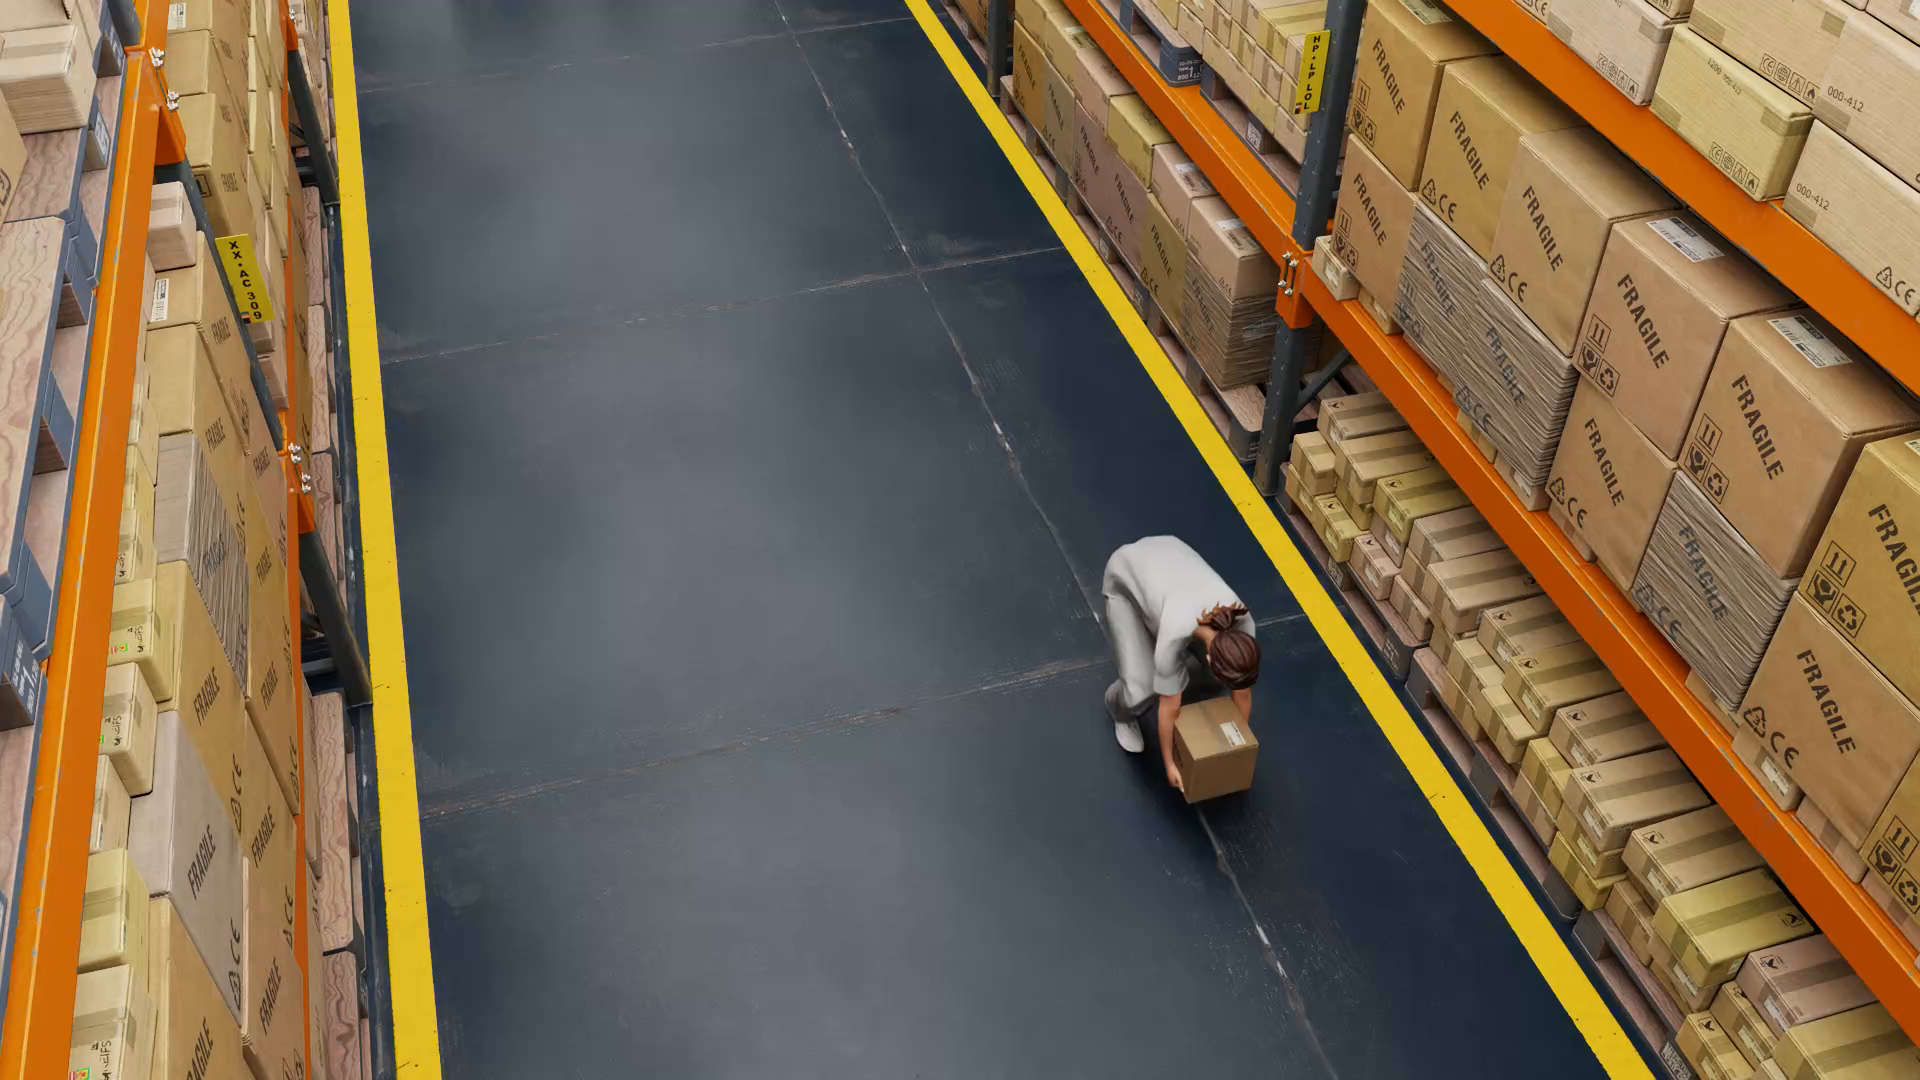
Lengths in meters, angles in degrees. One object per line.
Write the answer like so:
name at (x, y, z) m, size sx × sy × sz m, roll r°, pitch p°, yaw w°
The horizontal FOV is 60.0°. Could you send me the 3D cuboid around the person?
person at (0.821, 0.463, 6.180) m, size 0.474 × 0.967 × 0.863 m, roll -14°, pitch 44°, yaw -15°
